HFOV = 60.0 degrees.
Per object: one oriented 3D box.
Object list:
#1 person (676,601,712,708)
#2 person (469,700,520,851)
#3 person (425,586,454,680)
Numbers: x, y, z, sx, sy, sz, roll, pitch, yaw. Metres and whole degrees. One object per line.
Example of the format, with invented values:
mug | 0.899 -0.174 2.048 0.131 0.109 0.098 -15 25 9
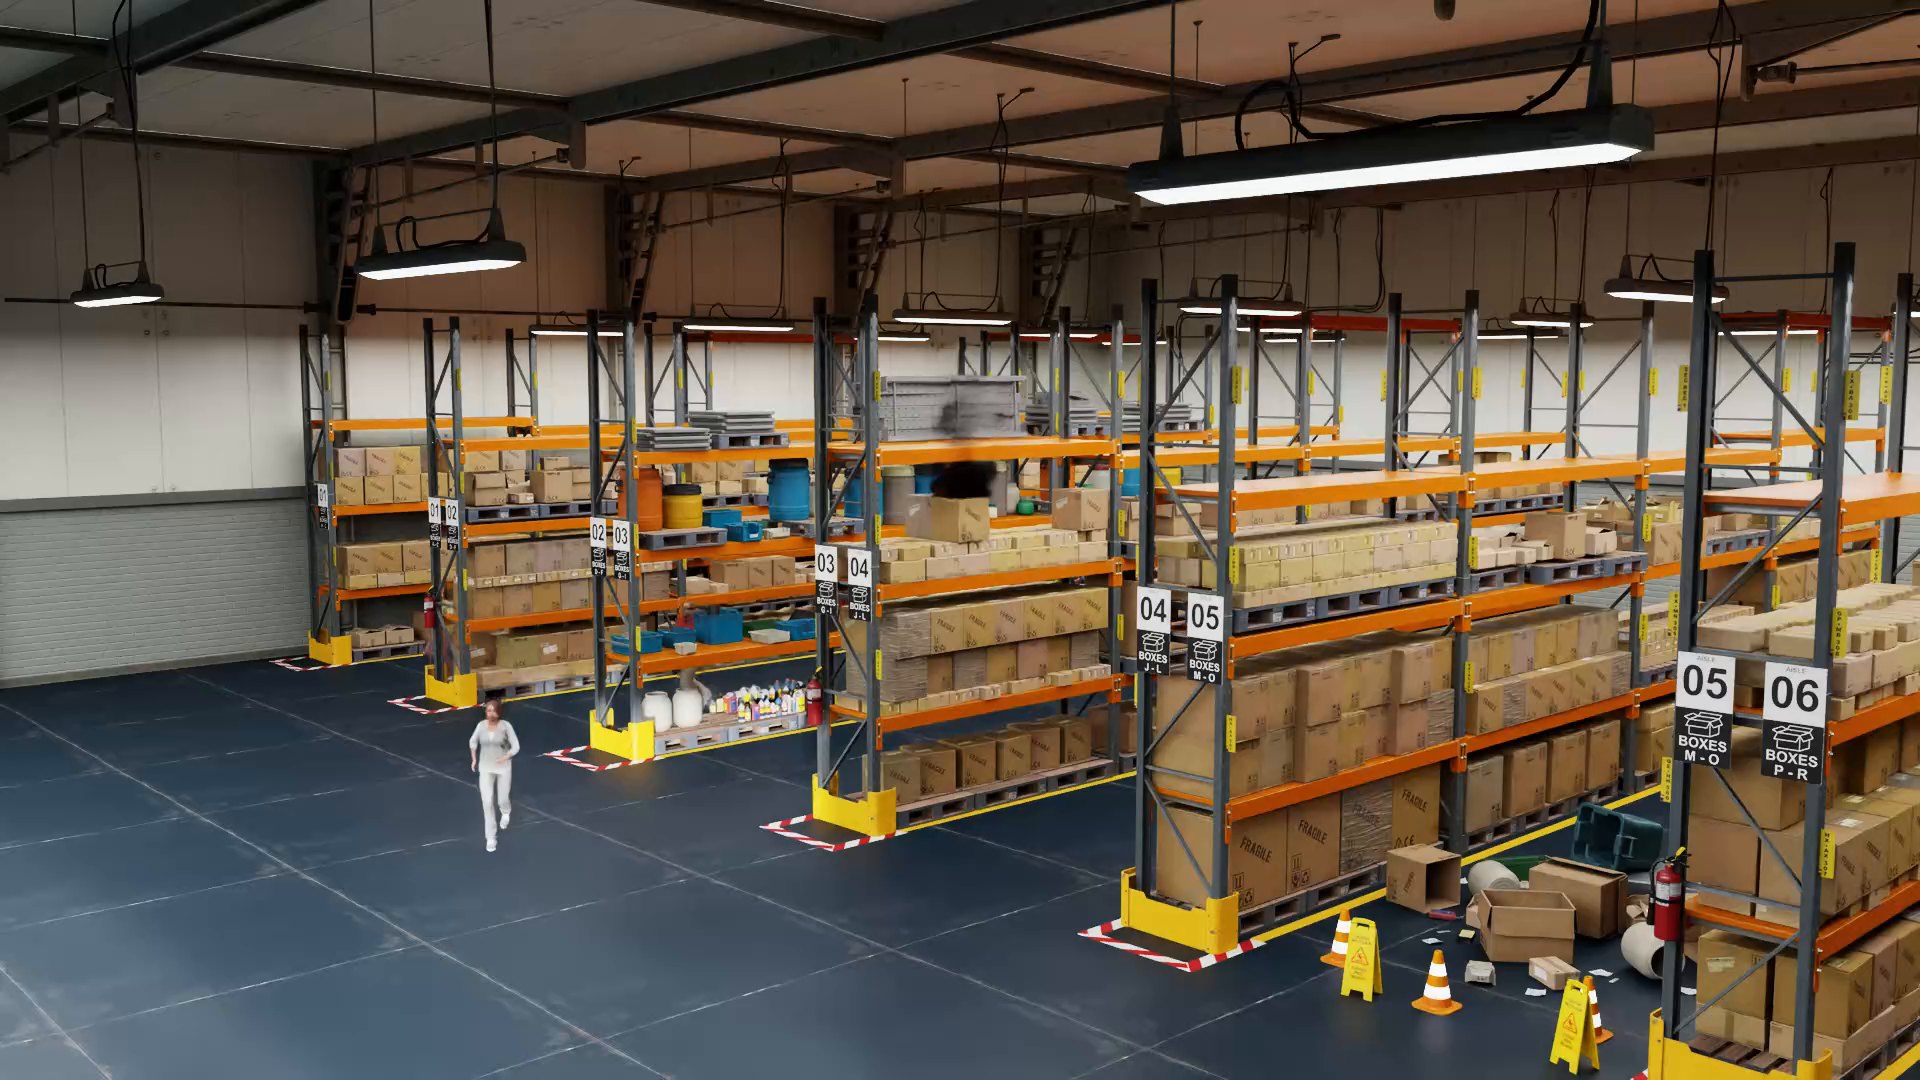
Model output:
person | -4.063 1.772 24.915 0.661 1.721 0.973 5 8 41
person | -5.099 2.534 18.220 0.559 1.580 0.855 -1 6 -7
person | -8.657 1.564 27.739 0.567 1.639 0.529 4 7 37
